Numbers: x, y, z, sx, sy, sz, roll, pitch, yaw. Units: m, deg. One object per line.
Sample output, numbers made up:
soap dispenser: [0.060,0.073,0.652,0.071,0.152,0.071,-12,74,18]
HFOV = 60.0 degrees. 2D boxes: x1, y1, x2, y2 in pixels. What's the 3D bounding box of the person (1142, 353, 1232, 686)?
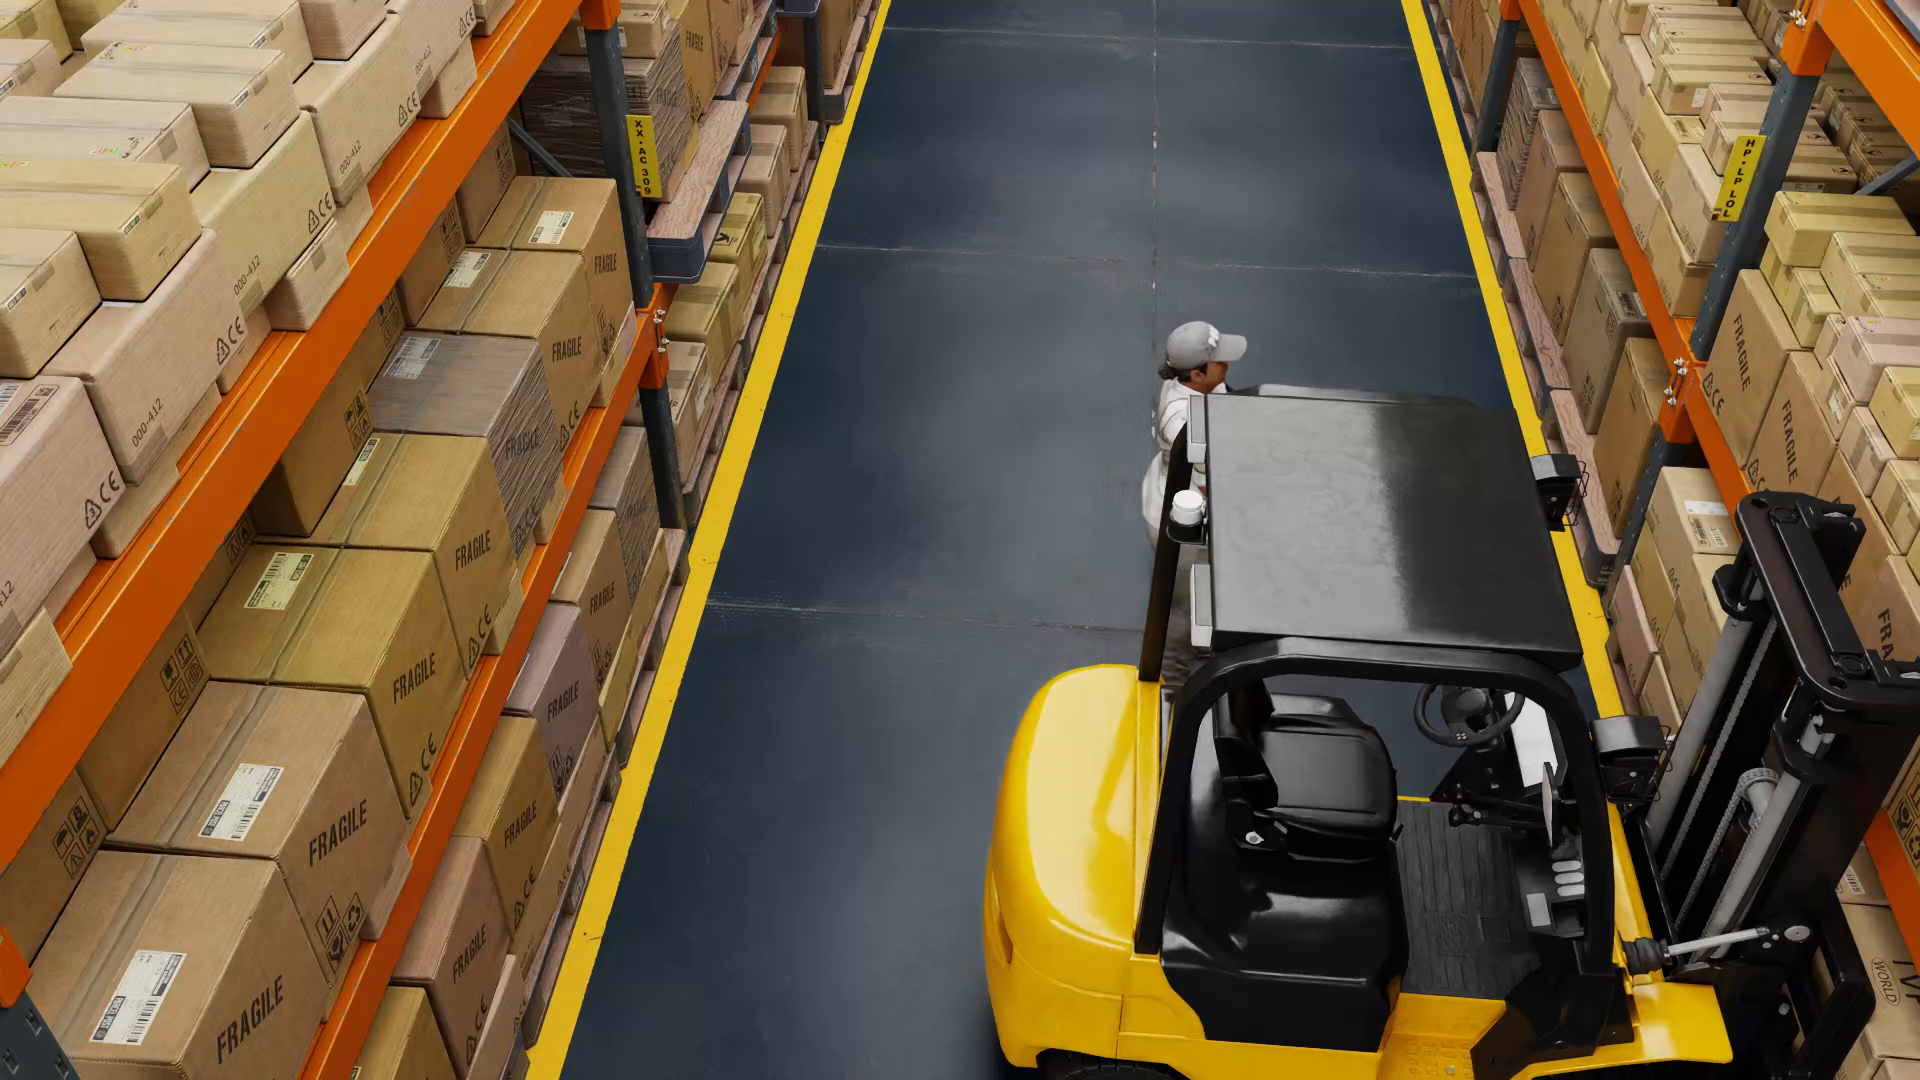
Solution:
person: [0.953,-0.088,6.281,0.541,1.634,0.453,3,40,4]
